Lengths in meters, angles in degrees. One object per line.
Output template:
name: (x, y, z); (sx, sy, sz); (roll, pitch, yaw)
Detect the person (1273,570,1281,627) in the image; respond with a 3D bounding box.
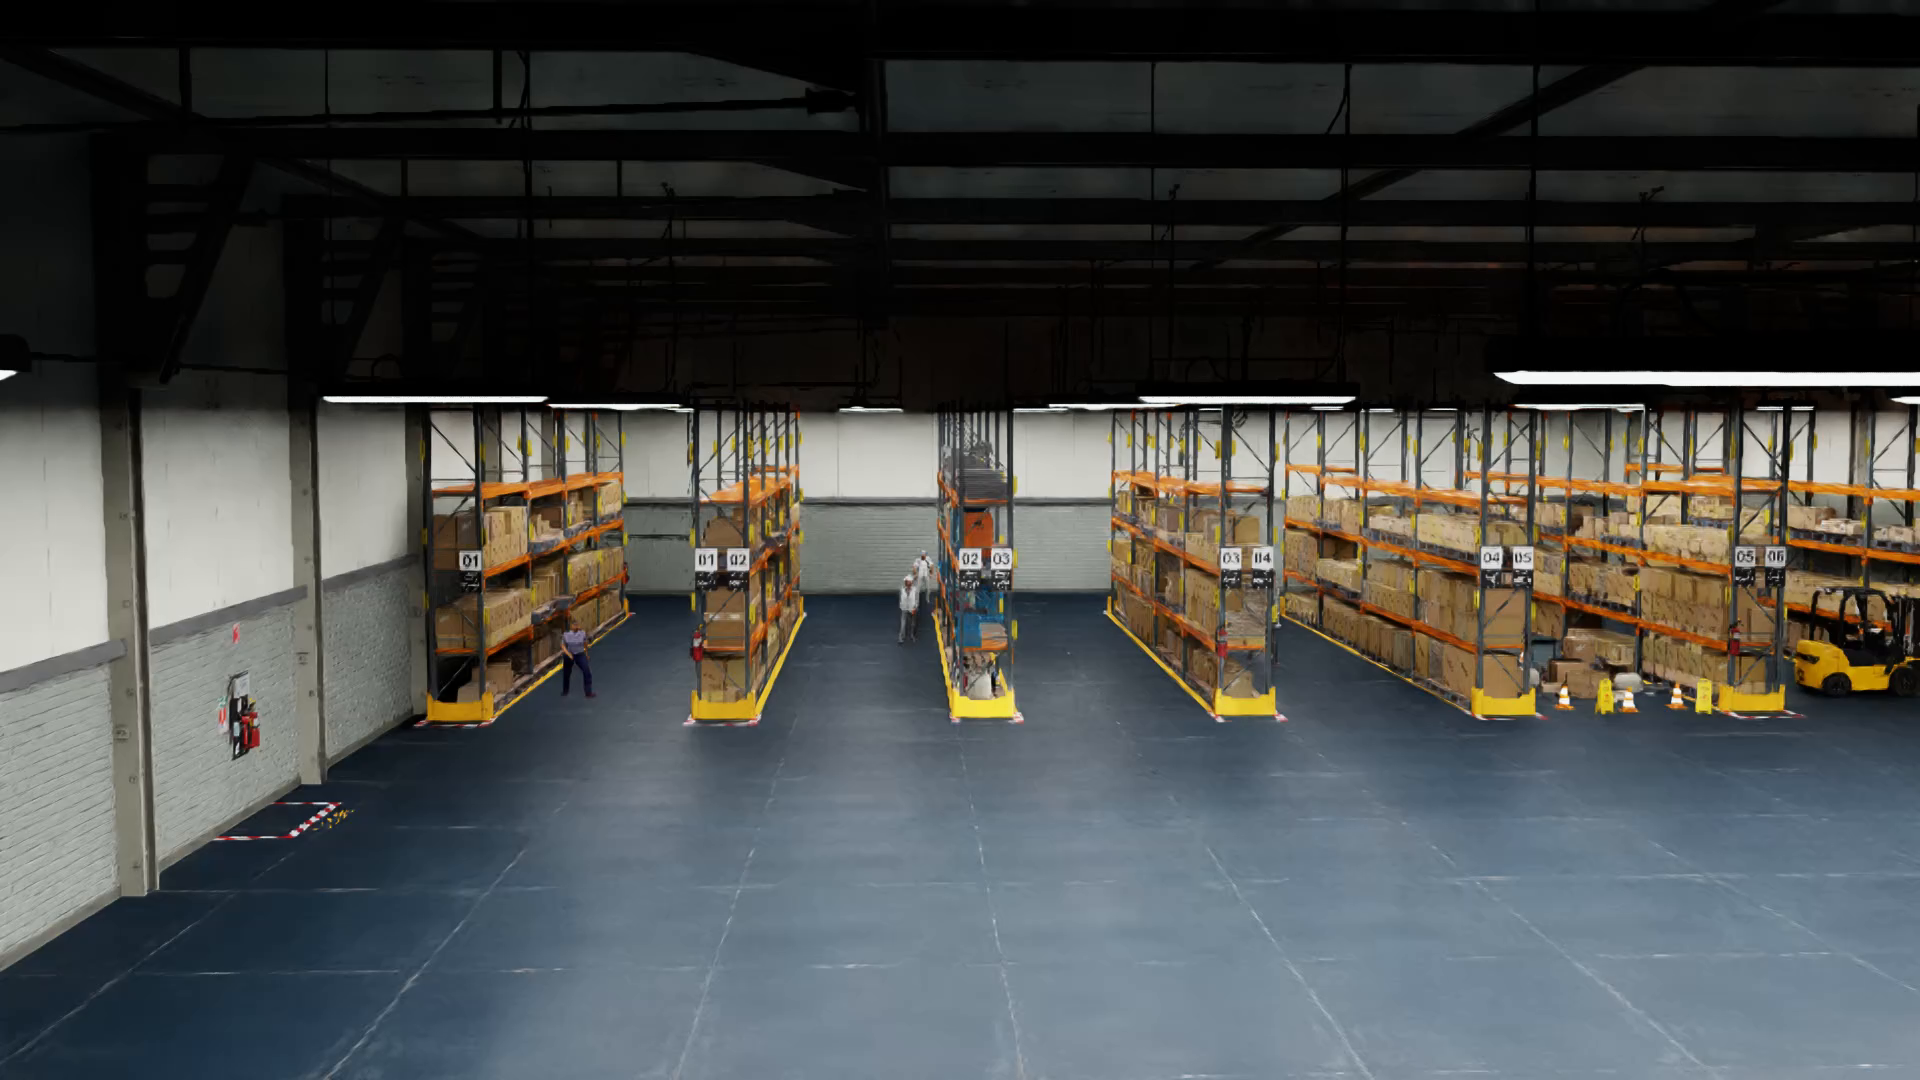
person: (8.382, 1.549, 44.757); (0.418, 1.512, 1.034); (0, 4, 1)

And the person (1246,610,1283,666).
person: (6.903, 2.050, 37.823); (0.622, 1.591, 0.822); (-1, 5, -18)

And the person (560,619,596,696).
person: (-7.768, 2.371, 33.665); (0.660, 1.585, 0.785); (-2, 5, -22)

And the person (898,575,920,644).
person: (-1.260, 1.718, 41.355); (0.538, 1.715, 1.024); (0, 4, 6)

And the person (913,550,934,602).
person: (-1.116, 1.093, 50.511); (0.625, 1.611, 0.582); (0, 4, -3)
